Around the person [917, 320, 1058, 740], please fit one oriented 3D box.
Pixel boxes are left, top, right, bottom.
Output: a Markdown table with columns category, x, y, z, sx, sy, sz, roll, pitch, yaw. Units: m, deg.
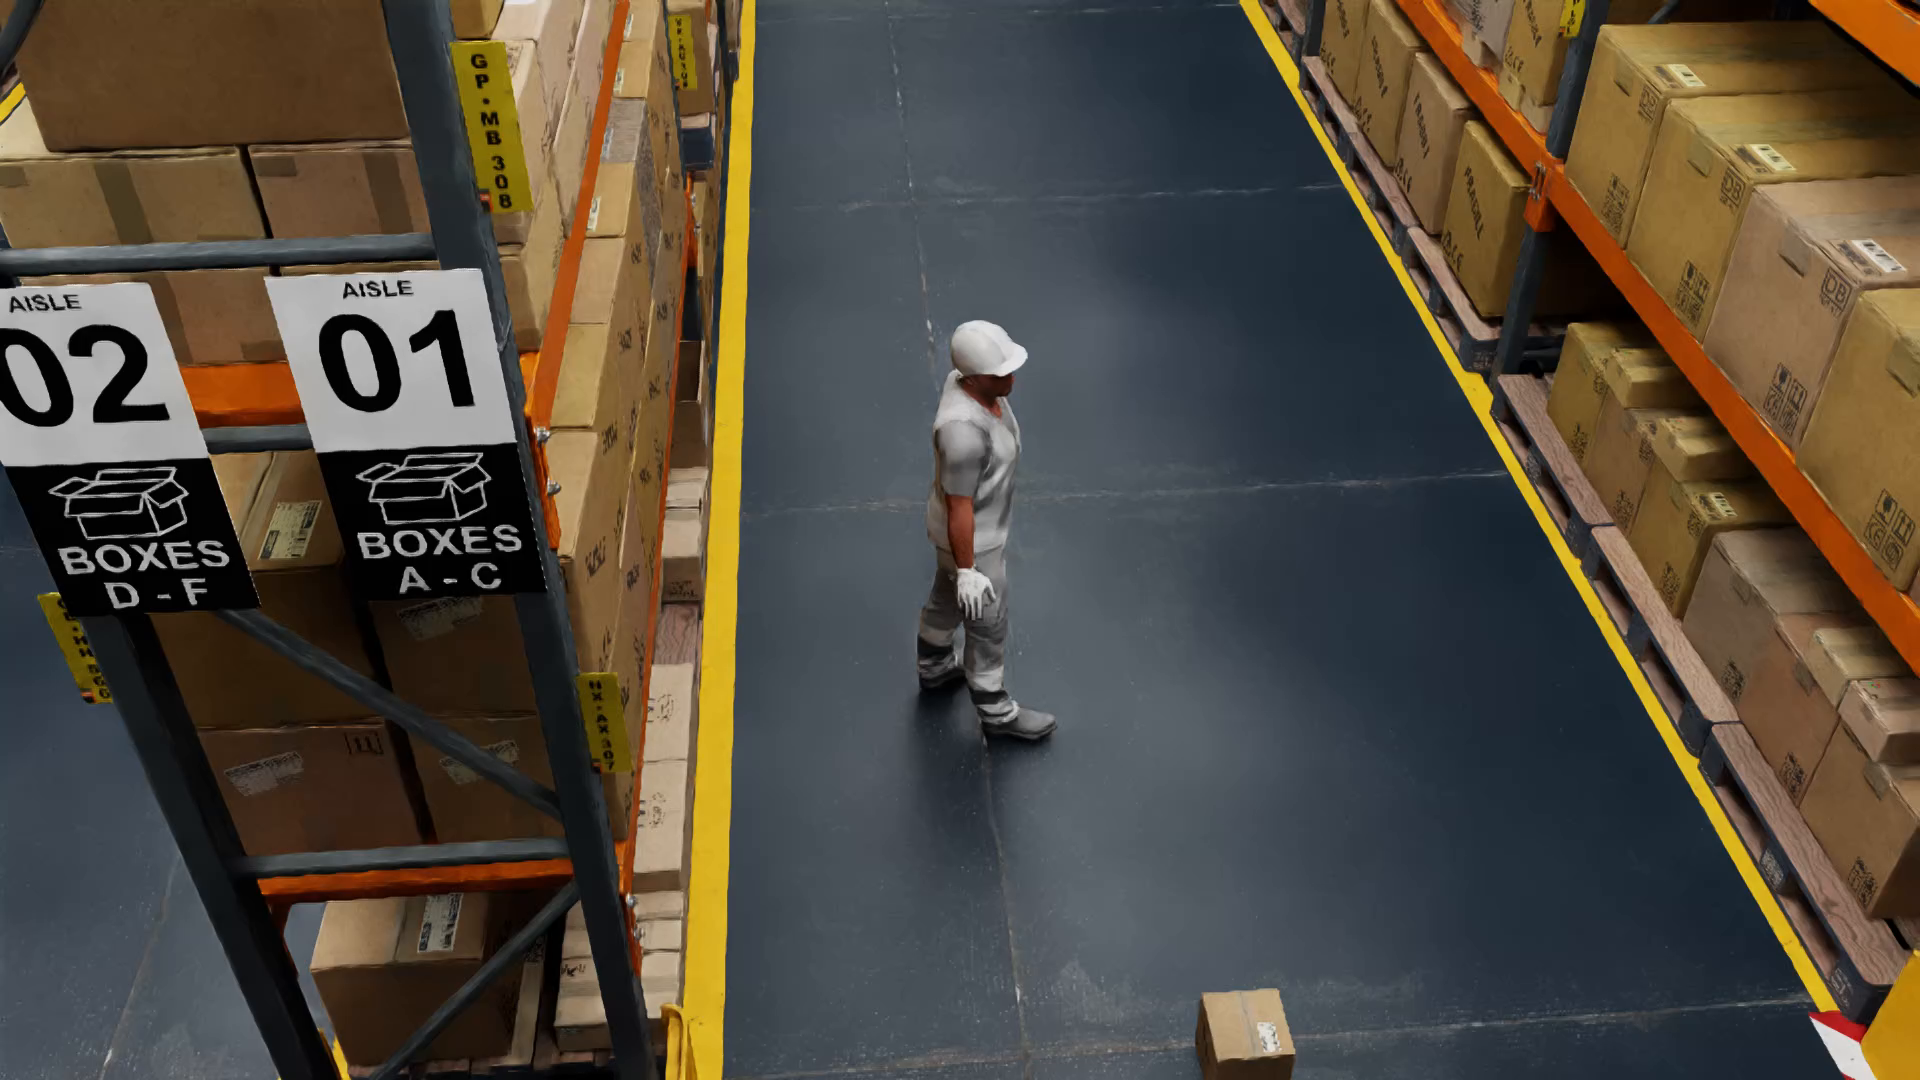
| category | x | y | z | sx | sy | sz | roll | pitch | yaw |
| --- | --- | --- | --- | --- | --- | --- | --- | --- | --- |
| person | 0.104 | -0.017 | 6.116 | 0.577 | 1.787 | 0.689 | 2 | 39 | 3 |
